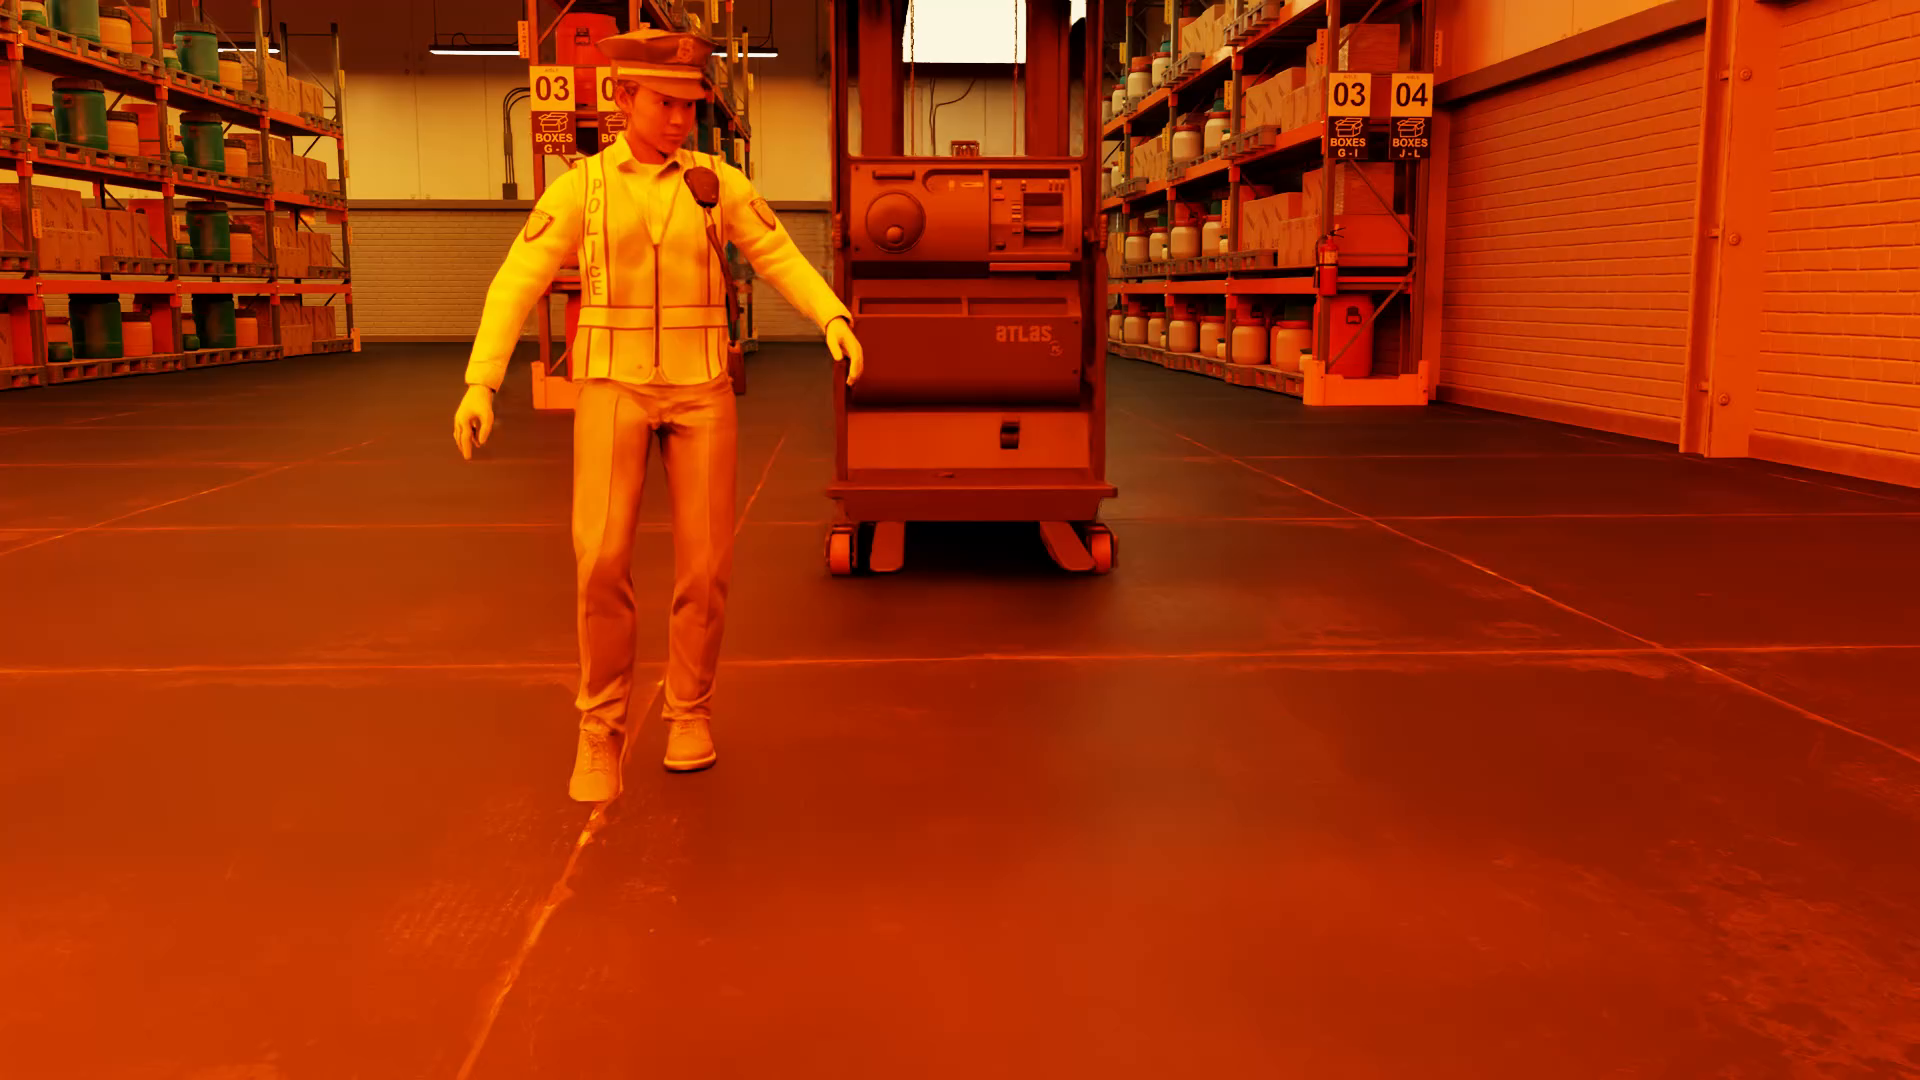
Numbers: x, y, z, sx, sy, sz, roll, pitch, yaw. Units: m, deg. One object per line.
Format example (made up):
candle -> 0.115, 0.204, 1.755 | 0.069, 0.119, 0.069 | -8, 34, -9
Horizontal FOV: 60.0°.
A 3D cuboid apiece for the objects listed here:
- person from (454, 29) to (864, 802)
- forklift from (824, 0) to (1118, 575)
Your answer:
person -> -0.667, -0.265, 3.683 | 0.873, 1.694, 0.480 | -2, 9, -12
forklift -> 0.033, -1.359, 6.482 | 1.130, 2.935, 3.031 | 0, 8, -1
